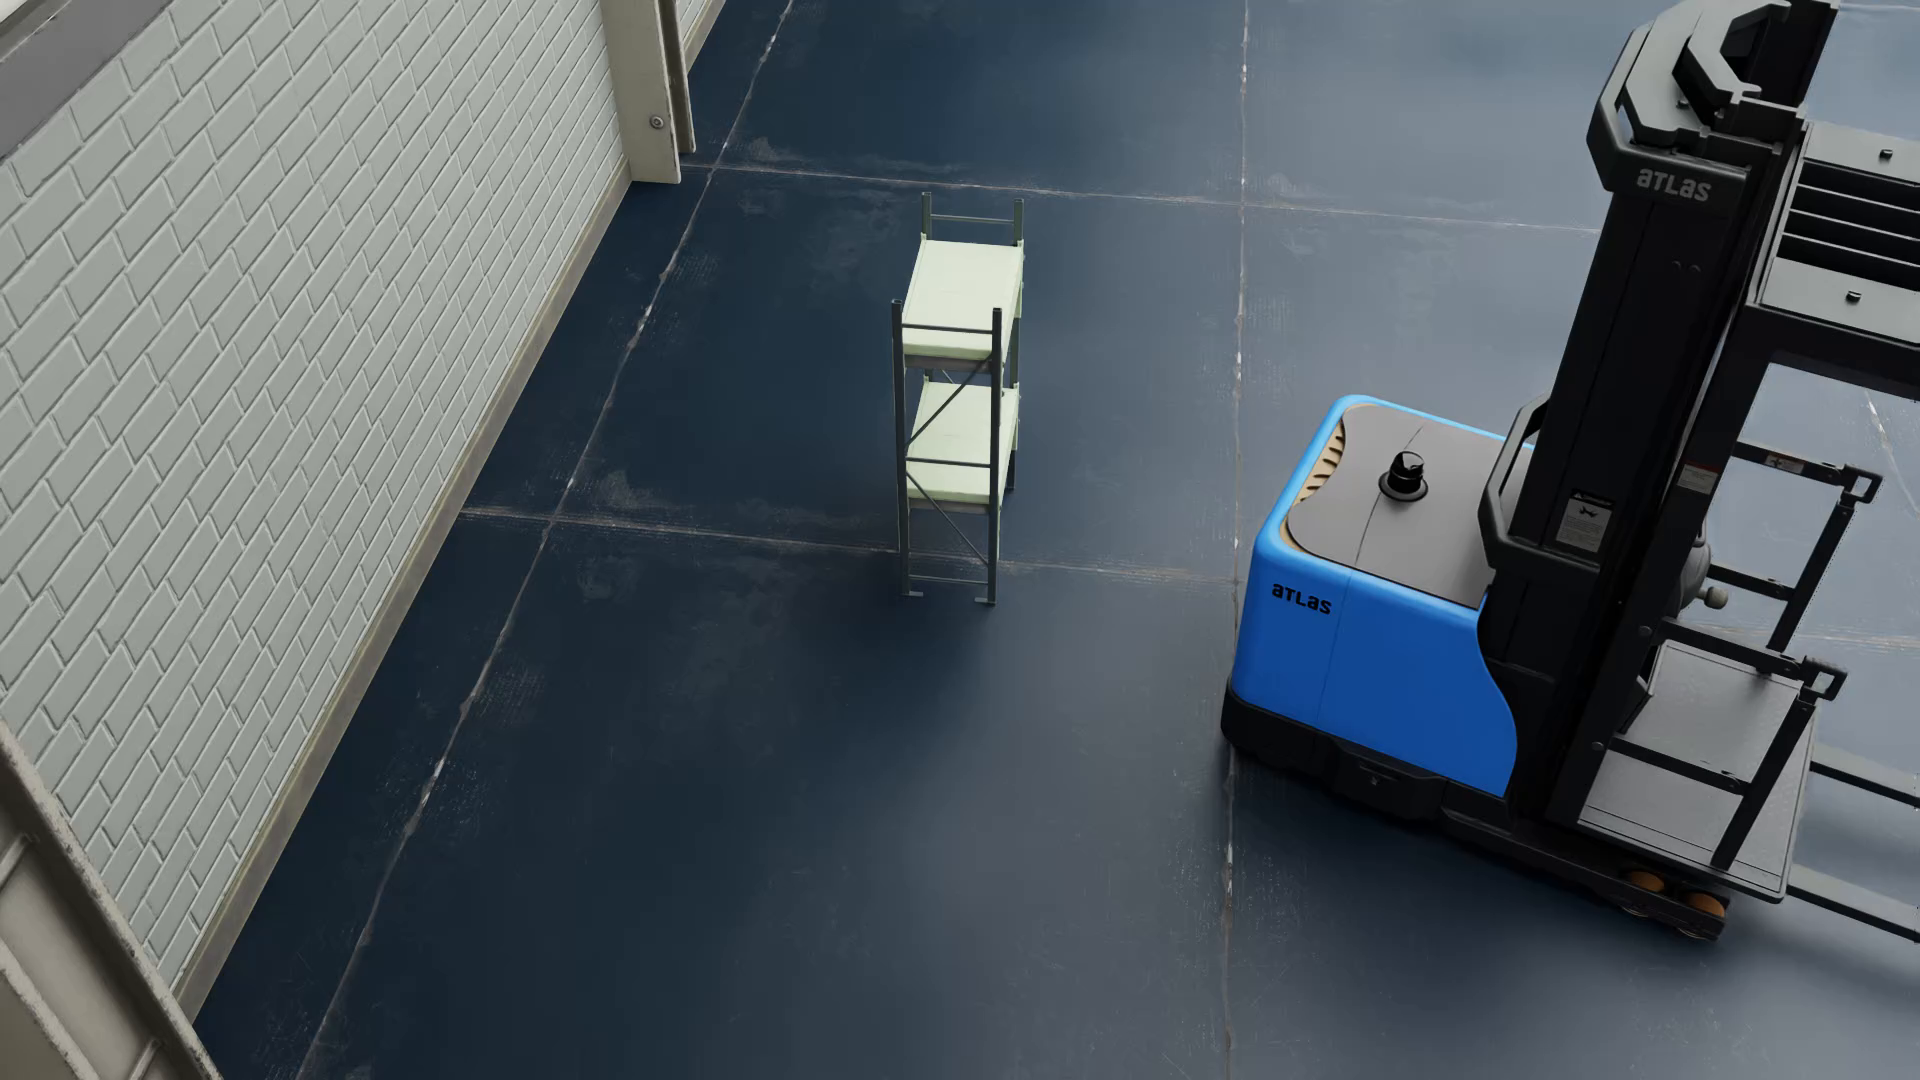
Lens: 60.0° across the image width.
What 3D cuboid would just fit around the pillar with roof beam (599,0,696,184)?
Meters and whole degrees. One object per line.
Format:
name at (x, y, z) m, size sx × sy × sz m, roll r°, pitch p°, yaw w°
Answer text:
pillar with roof beam at (2.552, -5.039, 6.049) m, size 9.100 × 9.000 × 0.400 m, roll 5°, pitch 44°, yaw 6°

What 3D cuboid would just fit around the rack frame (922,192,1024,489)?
rack frame at (0.049, -0.799, 7.025) m, size 0.400 × 1.500 × 0.023 m, roll 5°, pitch 44°, yaw 6°

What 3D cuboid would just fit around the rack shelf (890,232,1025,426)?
rack shelf at (0.001, -0.833, 6.493) m, size 0.431 × 0.370 × 0.720 m, roll 5°, pitch 44°, yaw 6°

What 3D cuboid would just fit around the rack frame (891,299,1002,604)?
rack frame at (-0.048, -0.300, 6.498) m, size 0.400 × 1.500 × 0.023 m, roll 5°, pitch 44°, yaw 6°

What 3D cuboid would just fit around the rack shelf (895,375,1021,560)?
rack shelf at (0.001, -0.312, 6.985) m, size 0.431 × 0.370 × 0.720 m, roll 5°, pitch 44°, yaw 6°

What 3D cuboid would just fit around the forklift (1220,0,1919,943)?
forklift at (2.551, -0.096, 5.242) m, size 3.031 × 2.935 × 1.130 m, roll 20°, pitch 47°, yaw 20°

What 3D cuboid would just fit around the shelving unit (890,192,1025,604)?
shelving unit at (0.001, -0.549, 6.761) m, size 0.431 × 1.500 × 0.755 m, roll 5°, pitch 44°, yaw 6°
